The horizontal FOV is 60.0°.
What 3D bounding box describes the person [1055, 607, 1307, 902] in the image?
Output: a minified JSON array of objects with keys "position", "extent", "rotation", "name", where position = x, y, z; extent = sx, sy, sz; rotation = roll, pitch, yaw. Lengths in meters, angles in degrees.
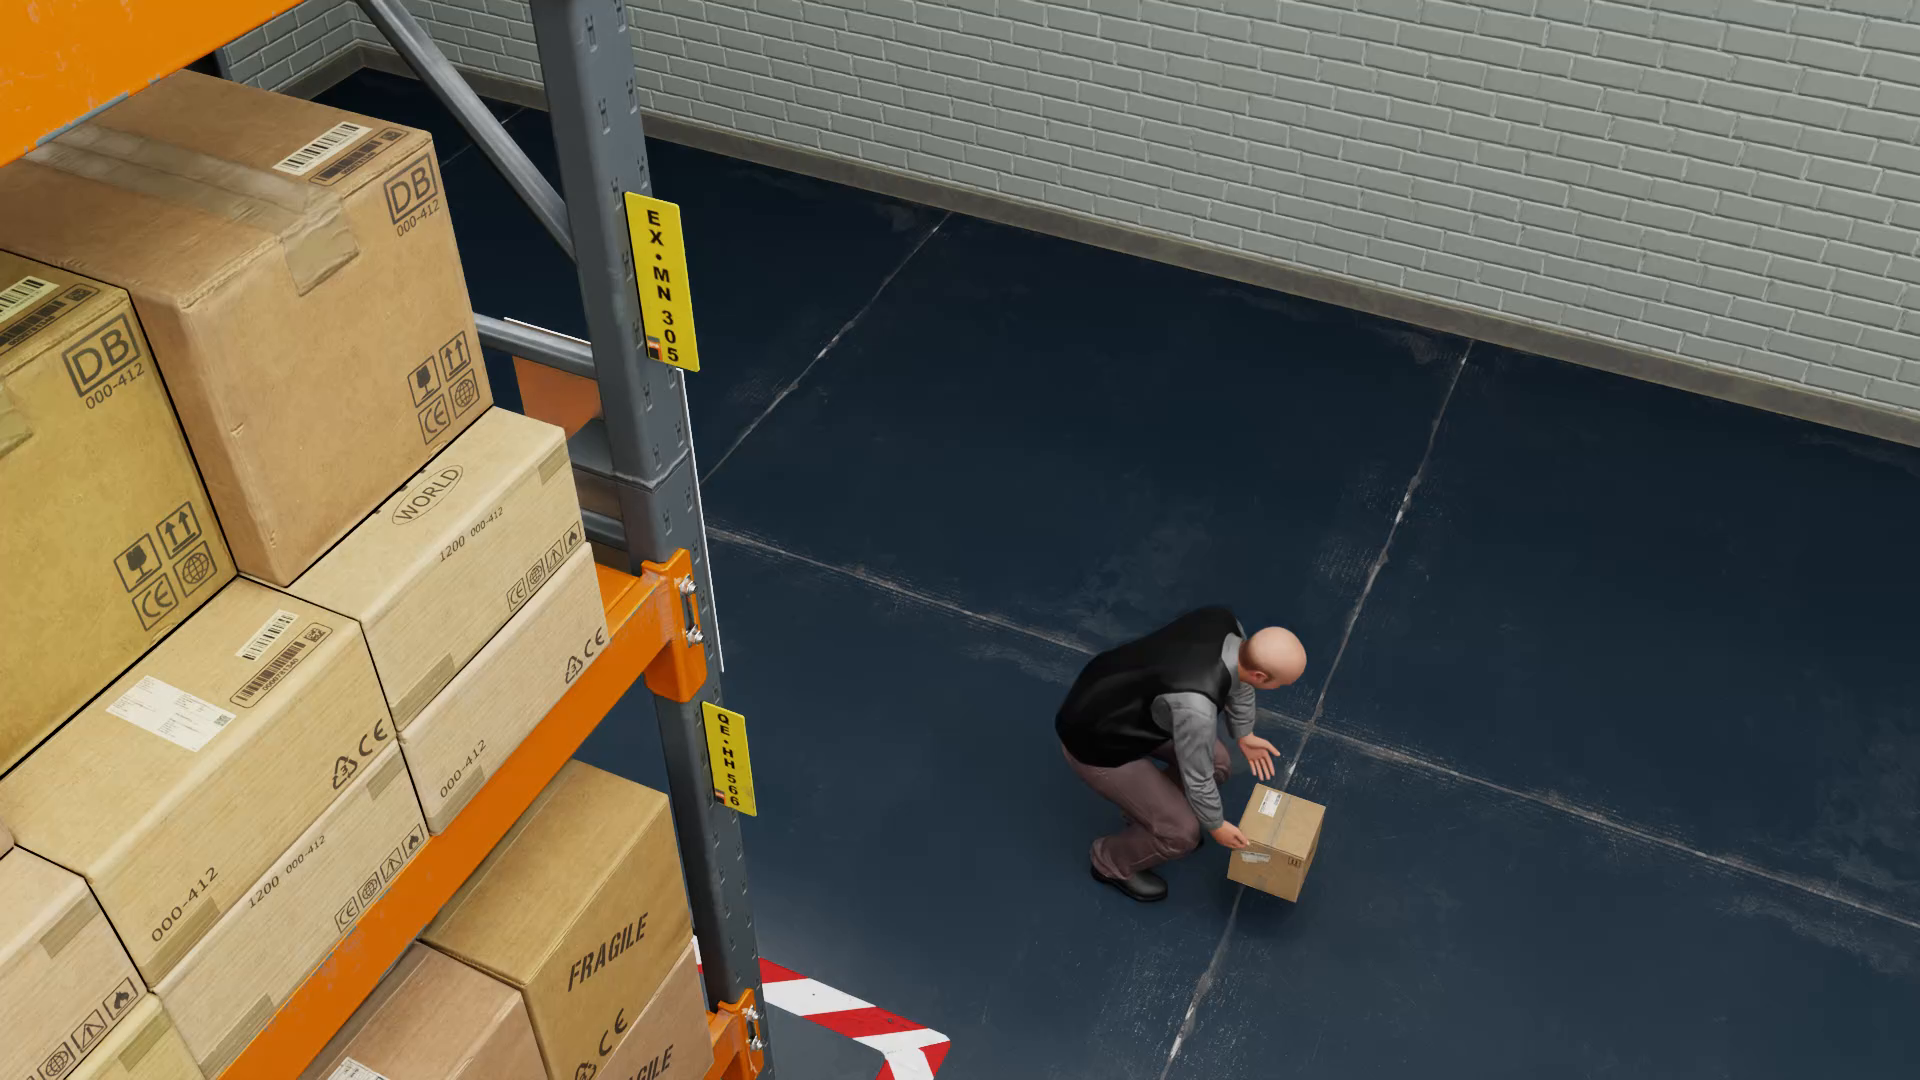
[{"position":[0.740,0.695,5.753],"extent":[0.778,1.254,0.586],"rotation":[17,45,18],"name":"person"}]
